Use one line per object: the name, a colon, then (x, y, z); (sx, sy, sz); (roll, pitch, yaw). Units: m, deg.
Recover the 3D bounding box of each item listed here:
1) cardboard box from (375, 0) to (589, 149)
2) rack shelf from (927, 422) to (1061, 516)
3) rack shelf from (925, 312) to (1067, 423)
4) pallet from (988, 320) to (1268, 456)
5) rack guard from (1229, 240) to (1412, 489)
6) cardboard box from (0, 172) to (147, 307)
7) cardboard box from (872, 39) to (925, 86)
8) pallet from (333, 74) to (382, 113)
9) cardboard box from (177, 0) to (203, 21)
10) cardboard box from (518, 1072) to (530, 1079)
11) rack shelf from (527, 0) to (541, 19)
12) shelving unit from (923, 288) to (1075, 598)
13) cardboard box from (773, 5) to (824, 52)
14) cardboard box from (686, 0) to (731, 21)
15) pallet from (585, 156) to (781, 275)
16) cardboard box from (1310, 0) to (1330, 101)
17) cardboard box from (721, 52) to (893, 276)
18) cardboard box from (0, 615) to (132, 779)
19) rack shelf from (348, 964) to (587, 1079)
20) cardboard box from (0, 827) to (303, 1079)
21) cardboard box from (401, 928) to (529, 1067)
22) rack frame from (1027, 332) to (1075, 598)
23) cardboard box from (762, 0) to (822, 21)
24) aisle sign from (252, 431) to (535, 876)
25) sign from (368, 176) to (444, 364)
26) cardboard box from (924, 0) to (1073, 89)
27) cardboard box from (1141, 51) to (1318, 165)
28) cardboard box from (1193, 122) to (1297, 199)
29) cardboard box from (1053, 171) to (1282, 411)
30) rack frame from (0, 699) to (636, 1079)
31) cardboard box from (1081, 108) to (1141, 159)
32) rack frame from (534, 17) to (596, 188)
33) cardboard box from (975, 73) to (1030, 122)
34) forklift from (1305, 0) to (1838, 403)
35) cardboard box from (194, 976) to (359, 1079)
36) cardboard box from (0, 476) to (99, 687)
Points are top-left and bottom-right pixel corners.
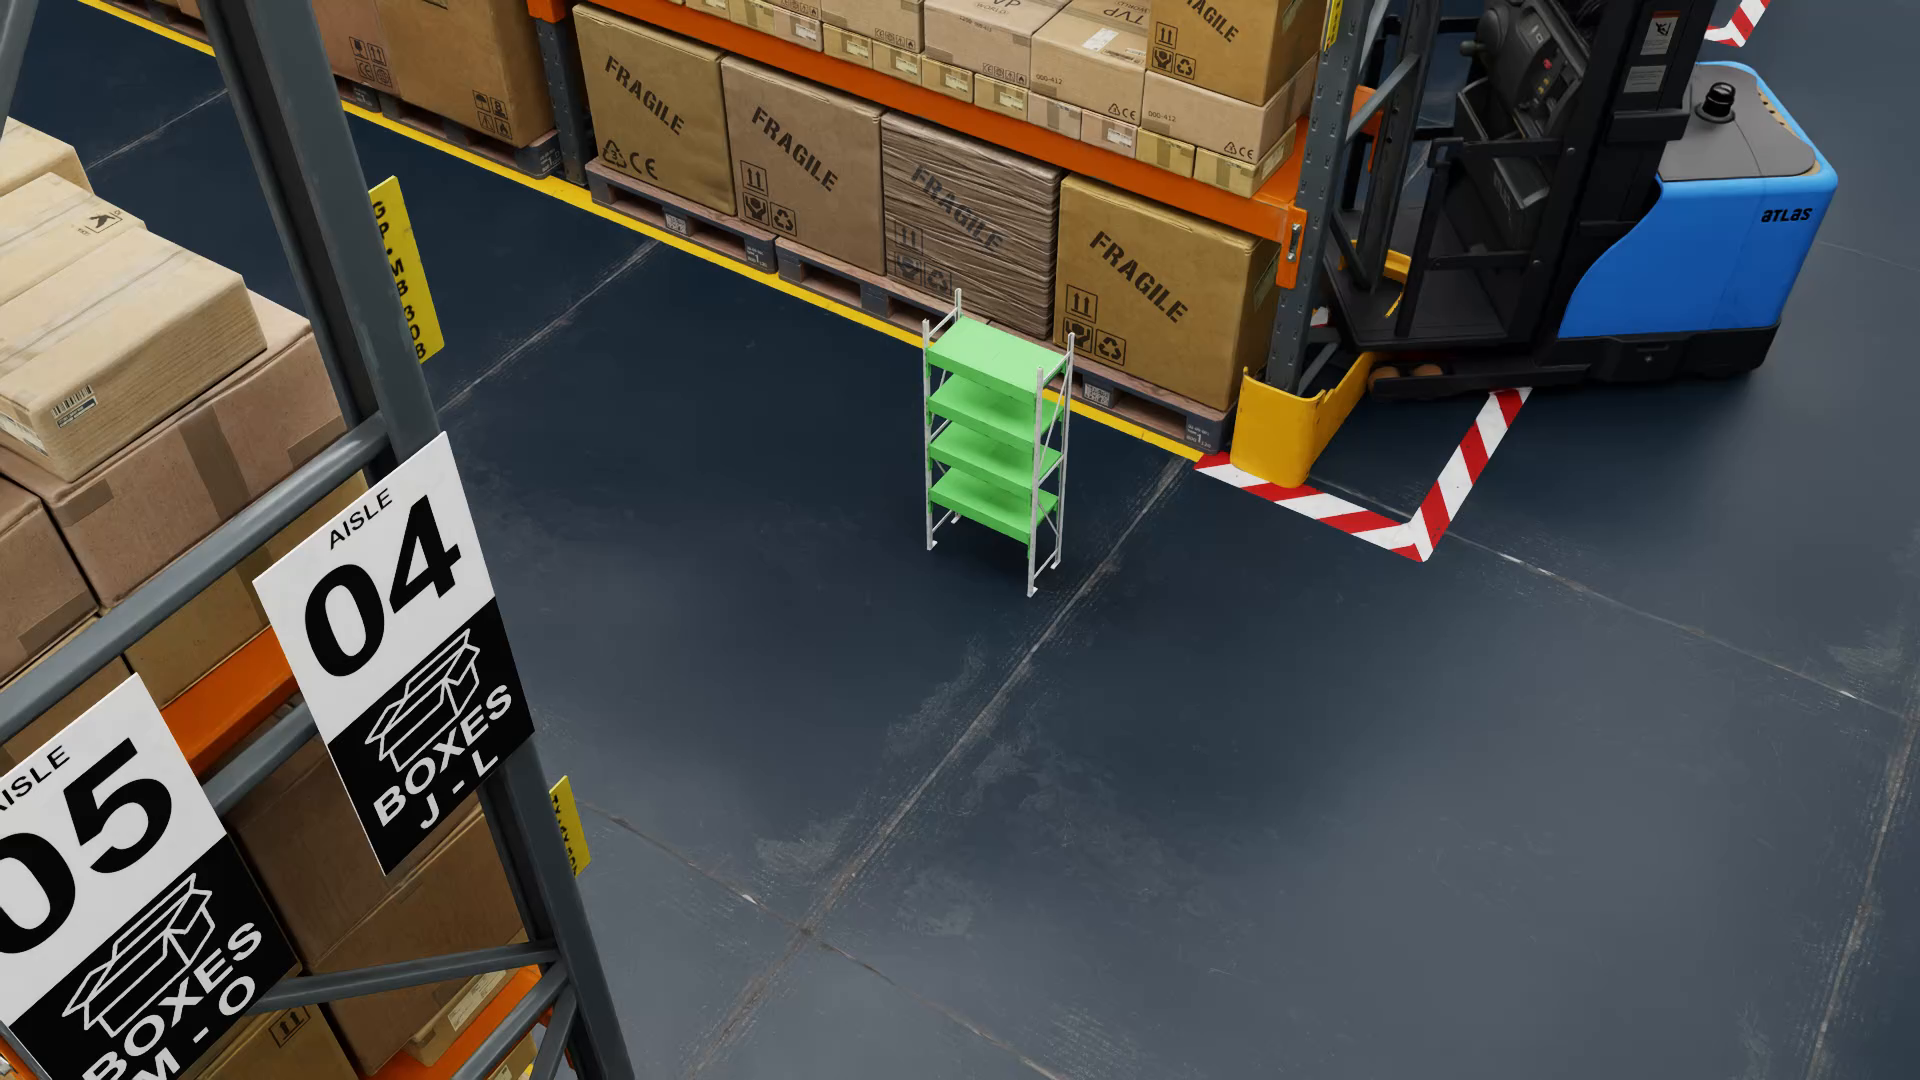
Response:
cardboard box: (-2.316, -2.869, 8.857); (0.875, 0.875, 1.225); (25, 51, 22)
rack shelf: (0.139, -0.310, 6.525); (0.480, 0.148, 0.258); (25, 51, 22)
rack shelf: (0.139, -0.644, 6.181); (0.480, 0.148, 0.258); (25, 51, 22)
pallet: (0.885, -0.969, 7.766); (1.213, 0.211, 1.003); (25, 51, 22)
rack guard: (1.621, -0.798, 7.399); (0.348, 0.500, 1.175); (25, 51, 22)
cardboard box: (-1.517, -0.402, 2.657); (0.250, 0.149, 0.380); (27, 51, 24)
cardboard box: (-0.164, -2.122, 7.118); (0.250, 0.149, 0.380); (26, 51, 23)
pallet: (-3.488, -2.980, 9.721); (1.213, 0.211, 1.003); (25, 51, 22)
cardboard box: (-3.818, -3.552, 9.521); (0.875, 0.875, 1.225); (25, 51, 22)
cardboard box: (-1.431, 1.728, 4.896); (0.250, 0.149, 0.380); (26, 51, 23)
rack shelf: (-3.450, -3.751, 9.027); (4.000, 0.370, 1.077); (25, 51, 22)
shelving unit: (0.139, -0.354, 6.479); (0.503, 1.200, 0.258); (25, 51, 22)
cardboard box: (-0.606, -2.323, 7.313); (0.250, 0.149, 0.380); (25, 51, 23)
cardboard box: (-1.032, -2.520, 7.504); (0.250, 0.149, 0.380); (23, 50, 21)
pallet: (-1.169, -1.914, 8.684); (1.213, 0.211, 1.003); (25, 51, 22)
cardboard box: (1.342, -2.079, 6.797); (0.500, 0.250, 0.500); (23, 50, 21)
cardboard box: (-0.497, -1.981, 7.994); (0.875, 0.875, 0.875); (25, 51, 22)
cardboard box: (-1.688, 0.267, 2.634); (0.500, 0.250, 0.500); (24, 50, 21)
rack shelf: (-2.846, 0.753, 4.650); (4.000, 0.370, 1.077); (25, 51, 22)
cardboard box: (-1.682, 0.763, 3.165); (0.500, 0.500, 0.500); (24, 50, 21)
cardboard box: (-1.258, 1.041, 4.044); (0.250, 0.149, 0.380); (24, 51, 22)
rack frame: (0.345, -0.260, 6.387); (0.015, 1.200, 0.240); (25, 51, 22)
cardboard box: (-0.657, -2.546, 7.251); (0.500, 0.250, 0.500); (26, 51, 23)
aisle sign: (-0.939, 0.218, 2.856); (0.004, 0.787, 0.394); (25, 51, 22)
sign: (-0.870, -0.401, 2.569); (0.005, 0.325, 0.100); (25, 51, 22)
cardboard box: (0.194, -2.151, 6.868); (0.500, 0.250, 0.500); (23, 50, 21)
cardboard box: (1.049, -1.757, 6.485); (0.500, 0.250, 0.500); (24, 50, 22)
cardboard box: (1.123, -1.530, 6.542); (0.250, 0.149, 0.380); (26, 51, 23)
cardboard box: (1.019, -1.284, 7.317); (0.875, 0.875, 0.875); (25, 51, 22)
rack frame: (-1.162, 1.277, 3.640); (0.127, 3.000, 1.000); (25, 51, 22)
cardboard box: (0.691, -1.728, 6.735); (0.250, 0.149, 0.380); (25, 51, 22)
rack frame: (-1.767, -3.227, 8.016); (0.127, 3.000, 1.000); (25, 51, 22)
cardboard box: (0.262, -1.925, 6.926); (0.250, 0.149, 0.380); (24, 50, 21)
forklift: (2.172, -2.043, 6.914); (3.031, 2.935, 1.130); (-3, 46, -3)
cardboard box: (-1.680, 1.119, 3.515); (0.500, 0.500, 0.500); (26, 51, 23)
cardboard box: (-1.687, 0.085, 2.463); (0.500, 0.250, 0.500); (23, 50, 21)
